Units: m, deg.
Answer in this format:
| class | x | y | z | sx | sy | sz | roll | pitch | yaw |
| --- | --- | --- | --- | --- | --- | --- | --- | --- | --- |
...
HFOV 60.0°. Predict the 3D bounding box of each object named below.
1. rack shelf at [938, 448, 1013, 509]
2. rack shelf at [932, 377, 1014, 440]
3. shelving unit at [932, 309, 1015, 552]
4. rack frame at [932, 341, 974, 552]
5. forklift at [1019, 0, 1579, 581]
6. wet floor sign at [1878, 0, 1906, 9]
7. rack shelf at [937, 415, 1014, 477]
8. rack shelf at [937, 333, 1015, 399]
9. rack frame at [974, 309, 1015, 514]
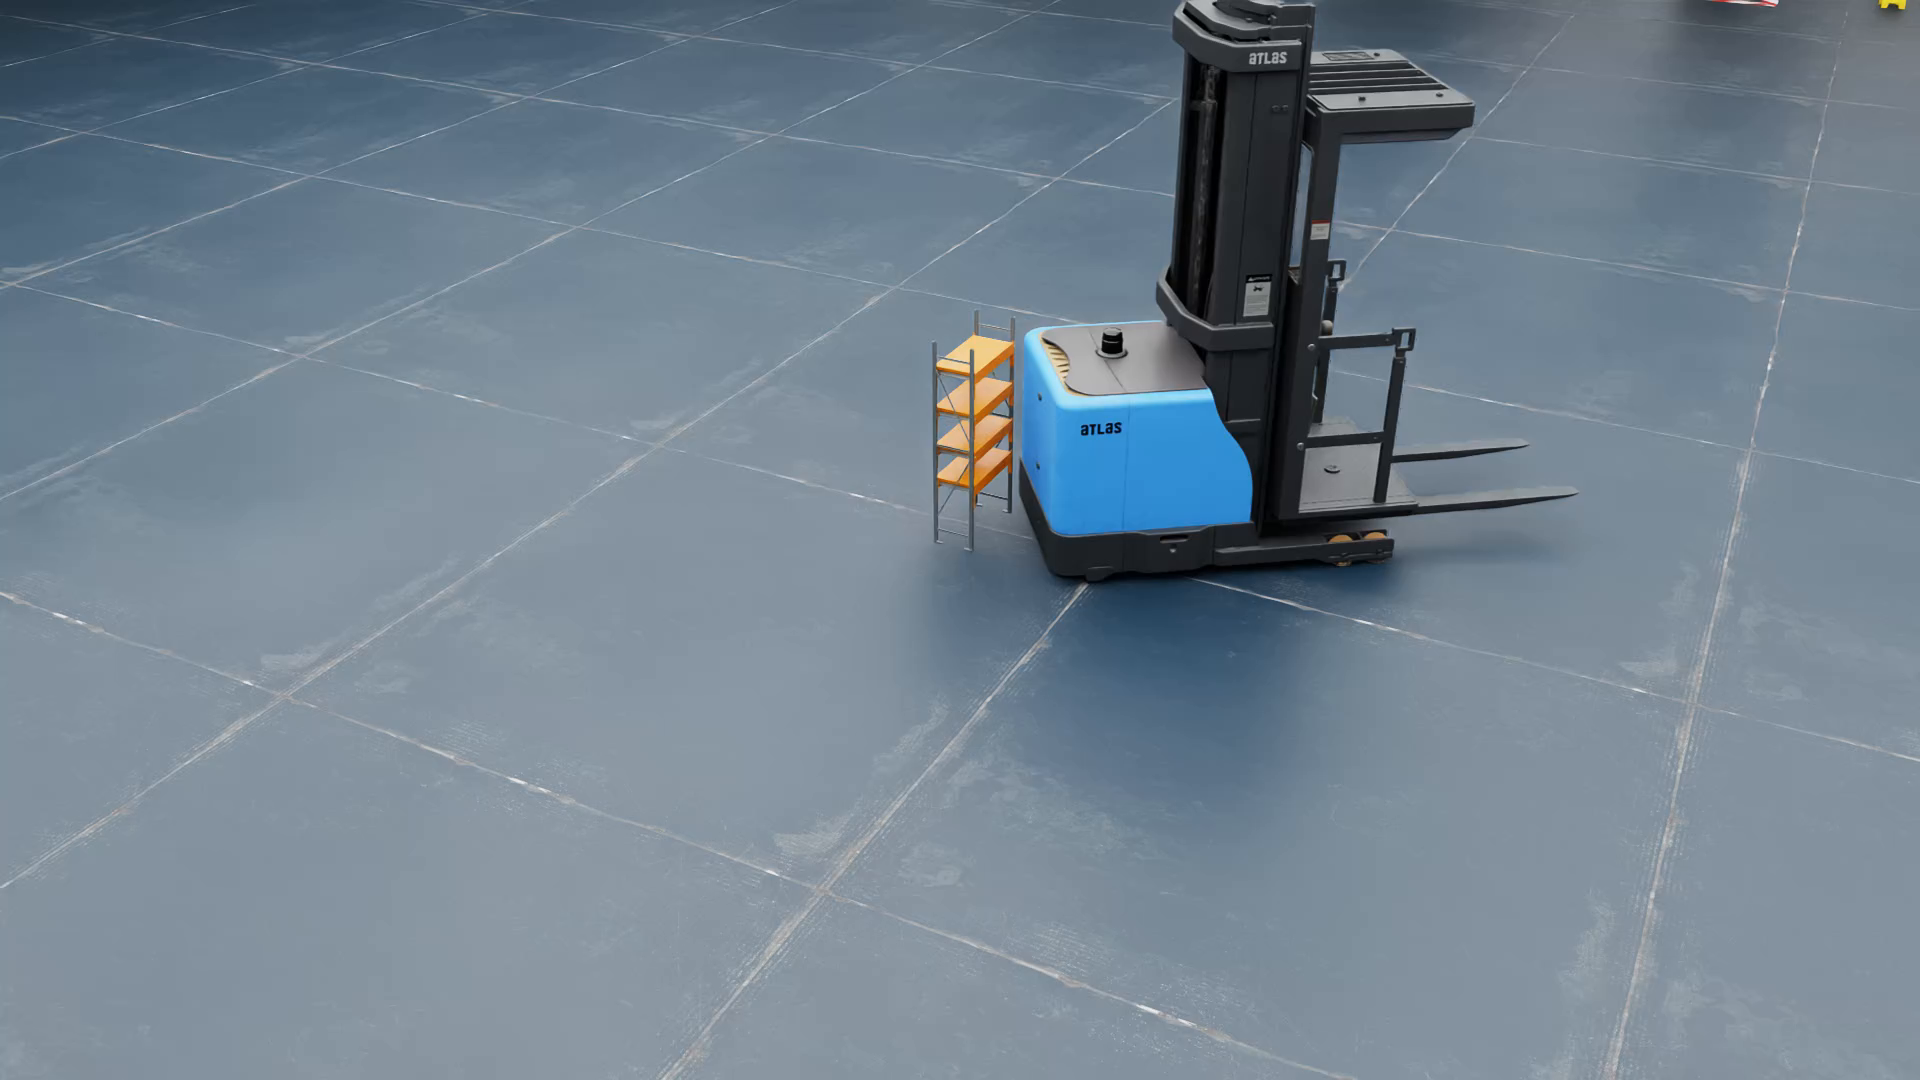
| class | x | y | z | sx | sy | sz | roll | pitch | yaw |
| --- | --- | --- | --- | --- | --- | --- | --- | --- | --- |
| rack shelf | 0.075 | -0.363 | 9.211 | 0.258 | 0.148 | 0.480 | 14 | 33 | 23 |
| rack shelf | 0.075 | -0.729 | 9.001 | 0.258 | 0.148 | 0.480 | 14 | 33 | 23 |
| shelving unit | 0.075 | -0.594 | 9.079 | 0.258 | 1.200 | 0.503 | 14 | 33 | 23 |
| rack frame | -0.036 | -0.486 | 8.891 | 0.240 | 1.200 | 0.015 | 14 | 33 | 23 |
| forklift | 1.901 | -1.385 | 8.719 | 3.031 | 2.935 | 1.130 | -5 | 30 | -8 |
| wet floor sign | 11.735 | -7.003 | 20.796 | 0.267 | 0.644 | 0.232 | 9 | 31 | 15 |
| rack shelf | 0.075 | -0.535 | 9.112 | 0.258 | 0.148 | 0.480 | 14 | 33 | 23 |
| rack shelf | 0.075 | -0.934 | 8.883 | 0.258 | 0.148 | 0.480 | 14 | 33 | 23 |
| rack frame | 0.187 | -0.702 | 9.267 | 0.240 | 1.200 | 0.015 | 14 | 33 | 23 |
